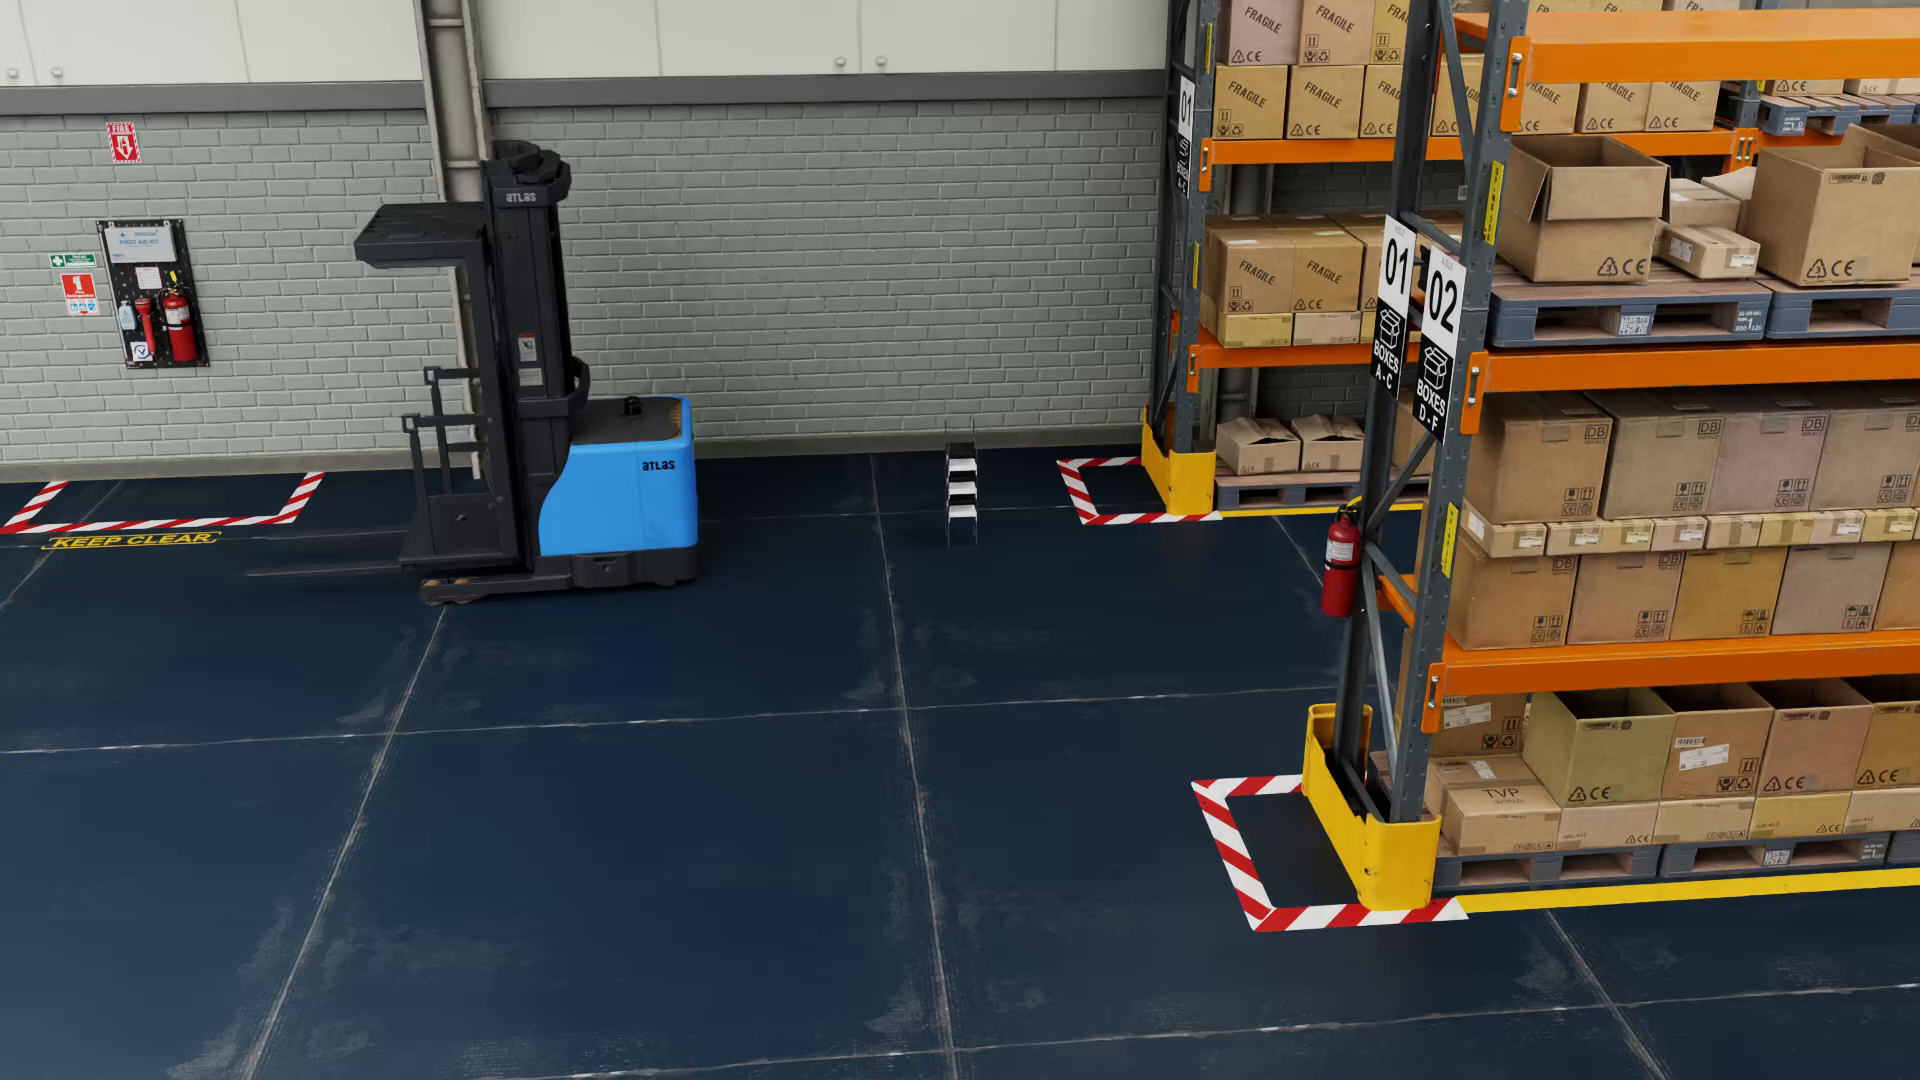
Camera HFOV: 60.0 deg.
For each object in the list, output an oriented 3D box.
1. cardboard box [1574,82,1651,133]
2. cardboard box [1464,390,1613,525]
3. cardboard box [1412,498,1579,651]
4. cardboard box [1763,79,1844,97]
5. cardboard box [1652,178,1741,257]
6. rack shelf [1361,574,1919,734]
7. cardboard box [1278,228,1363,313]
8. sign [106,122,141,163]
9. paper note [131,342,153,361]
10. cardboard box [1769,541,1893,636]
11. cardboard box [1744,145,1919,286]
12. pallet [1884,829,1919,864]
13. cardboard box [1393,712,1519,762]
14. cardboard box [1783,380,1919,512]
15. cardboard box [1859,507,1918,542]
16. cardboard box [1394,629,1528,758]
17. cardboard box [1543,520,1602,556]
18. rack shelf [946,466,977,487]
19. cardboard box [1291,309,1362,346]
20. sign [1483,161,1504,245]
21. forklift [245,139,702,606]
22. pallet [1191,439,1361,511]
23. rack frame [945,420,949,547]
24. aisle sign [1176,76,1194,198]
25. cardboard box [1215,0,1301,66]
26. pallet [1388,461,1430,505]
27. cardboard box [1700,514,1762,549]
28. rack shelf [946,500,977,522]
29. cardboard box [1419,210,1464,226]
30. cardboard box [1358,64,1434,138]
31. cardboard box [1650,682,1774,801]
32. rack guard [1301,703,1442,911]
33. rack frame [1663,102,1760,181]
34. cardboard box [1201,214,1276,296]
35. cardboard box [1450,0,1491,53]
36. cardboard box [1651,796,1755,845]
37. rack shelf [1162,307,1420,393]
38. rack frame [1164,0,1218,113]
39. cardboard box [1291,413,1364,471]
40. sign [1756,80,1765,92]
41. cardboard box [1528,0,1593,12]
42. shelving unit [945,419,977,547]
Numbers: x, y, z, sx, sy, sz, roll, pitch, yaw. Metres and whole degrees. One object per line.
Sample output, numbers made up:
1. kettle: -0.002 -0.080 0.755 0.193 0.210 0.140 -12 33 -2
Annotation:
1. cardboard box: 4.633 -3.244 12.014 0.500 0.500 0.500 -4 24 -10
2. cardboard box: 2.644 -0.446 7.839 0.500 0.500 0.700 -2 24 -5
3. cardboard box: 2.592 0.149 8.098 0.500 0.500 0.700 -2 24 -5
4. cardboard box: 6.168 -3.551 12.213 0.500 0.500 0.500 1 24 2
5. cardboard box: 3.246 -1.502 7.739 0.500 0.250 0.500 -2 24 -5
6. rack shelf: 4.116 0.457 8.414 4.000 0.370 1.077 -2 24 -5
7. cardboard box: 2.633 -1.990 12.271 0.500 0.500 0.500 -2 24 -5
8. sign: -6.205 -2.948 12.335 0.199 0.298 0.001 -2 24 -5
9. paper note: -6.370 -1.467 12.942 0.142 0.148 0.016 -2 24 -5
10. cardboard box: 4.132 0.086 8.240 0.500 0.500 0.700 -2 24 -4
11. cardboard box: 3.805 -1.420 7.245 0.500 0.500 0.500 -2 24 -5
12. pallet: 5.311 1.338 8.980 1.213 0.211 1.003 -2 24 -5
13. cardboard box: 2.630 1.132 8.878 0.500 0.250 0.500 -2 24 -5
14. cardboard box: 4.167 -0.509 7.983 0.500 0.500 0.700 -2 24 -5
15. cardboard box: 4.329 -0.134 7.937 0.250 0.149 0.380 -2 24 -3
16. cardboard box: 2.630 0.789 8.728 0.500 0.500 0.500 -2 24 -5
17. cardboard box: 2.800 -0.074 7.802 0.250 0.149 0.380 -3 24 -7
18. rack shelf: 0.008 -0.463 12.045 0.200 0.077 0.258 -2 24 -5
19. cardboard box: 2.667 -1.652 12.434 0.500 0.250 0.500 -3 24 -7
20. sign: 2.174 -1.373 6.780 0.005 0.325 0.100 -2 24 -5
21. forklift: -3.356 -1.126 11.174 3.031 2.935 1.130 -3 24 -8
22. pallet: 2.523 -0.541 13.207 1.213 0.211 1.003 -2 24 -5
23. rack frame: -0.093 -0.407 12.059 0.006 0.900 0.240 -2 24 -5
24. aisle sign: 1.593 -2.858 11.785 0.004 0.787 0.394 -2 24 -5
25. cardboard box: 2.042 -3.593 11.570 0.500 0.500 0.500 -4 24 -9
26. pallet: 3.734 -0.588 13.313 1.213 0.211 1.003 -2 24 -5
27. cardboard box: 3.565 -0.104 7.870 0.250 0.149 0.380 -3 24 -7
28. rack shelf: 0.008 -0.217 12.155 0.200 0.077 0.258 -2 24 -5
29. cardboard box: 3.600 -2.240 12.834 0.500 0.500 0.500 -2 24 -4
30. cardboard box: 3.047 -3.161 11.828 0.500 0.500 0.500 -1 24 -3
31. cardboard box: 3.675 0.953 8.358 0.500 0.500 0.500 -2 24 -5
32. rack guard: 2.102 1.352 8.594 0.348 0.500 1.175 -2 24 -5
33. rack frame: 5.616 -1.953 12.952 0.127 3.000 1.000 -2 24 -5
34. cardboard box: 2.083 -2.182 12.702 0.500 0.500 0.500 -3 24 -6
35. cardboard box: 3.574 -3.853 12.154 0.500 0.500 0.500 -2 24 -5
36. cardboard box: 3.676 1.300 8.500 0.500 0.250 0.500 -2 24 -5
37. rack shelf: 3.625 -1.545 12.918 4.000 0.370 1.077 -2 24 -5
38. rack frame: 1.635 -4.535 11.374 0.127 3.000 1.000 -2 24 -5
39. cardboard box: 2.900 -0.780 13.081 0.500 0.311 0.500 0 24 -1
40. sign: 5.677 -3.341 11.745 0.005 0.325 0.100 -2 24 -5
41. cardboard box: 4.081 -3.655 11.708 0.500 0.500 0.500 -3 24 -7
42. shelving unit: 0.008 -0.412 12.068 0.210 0.900 0.258 -2 24 -5
